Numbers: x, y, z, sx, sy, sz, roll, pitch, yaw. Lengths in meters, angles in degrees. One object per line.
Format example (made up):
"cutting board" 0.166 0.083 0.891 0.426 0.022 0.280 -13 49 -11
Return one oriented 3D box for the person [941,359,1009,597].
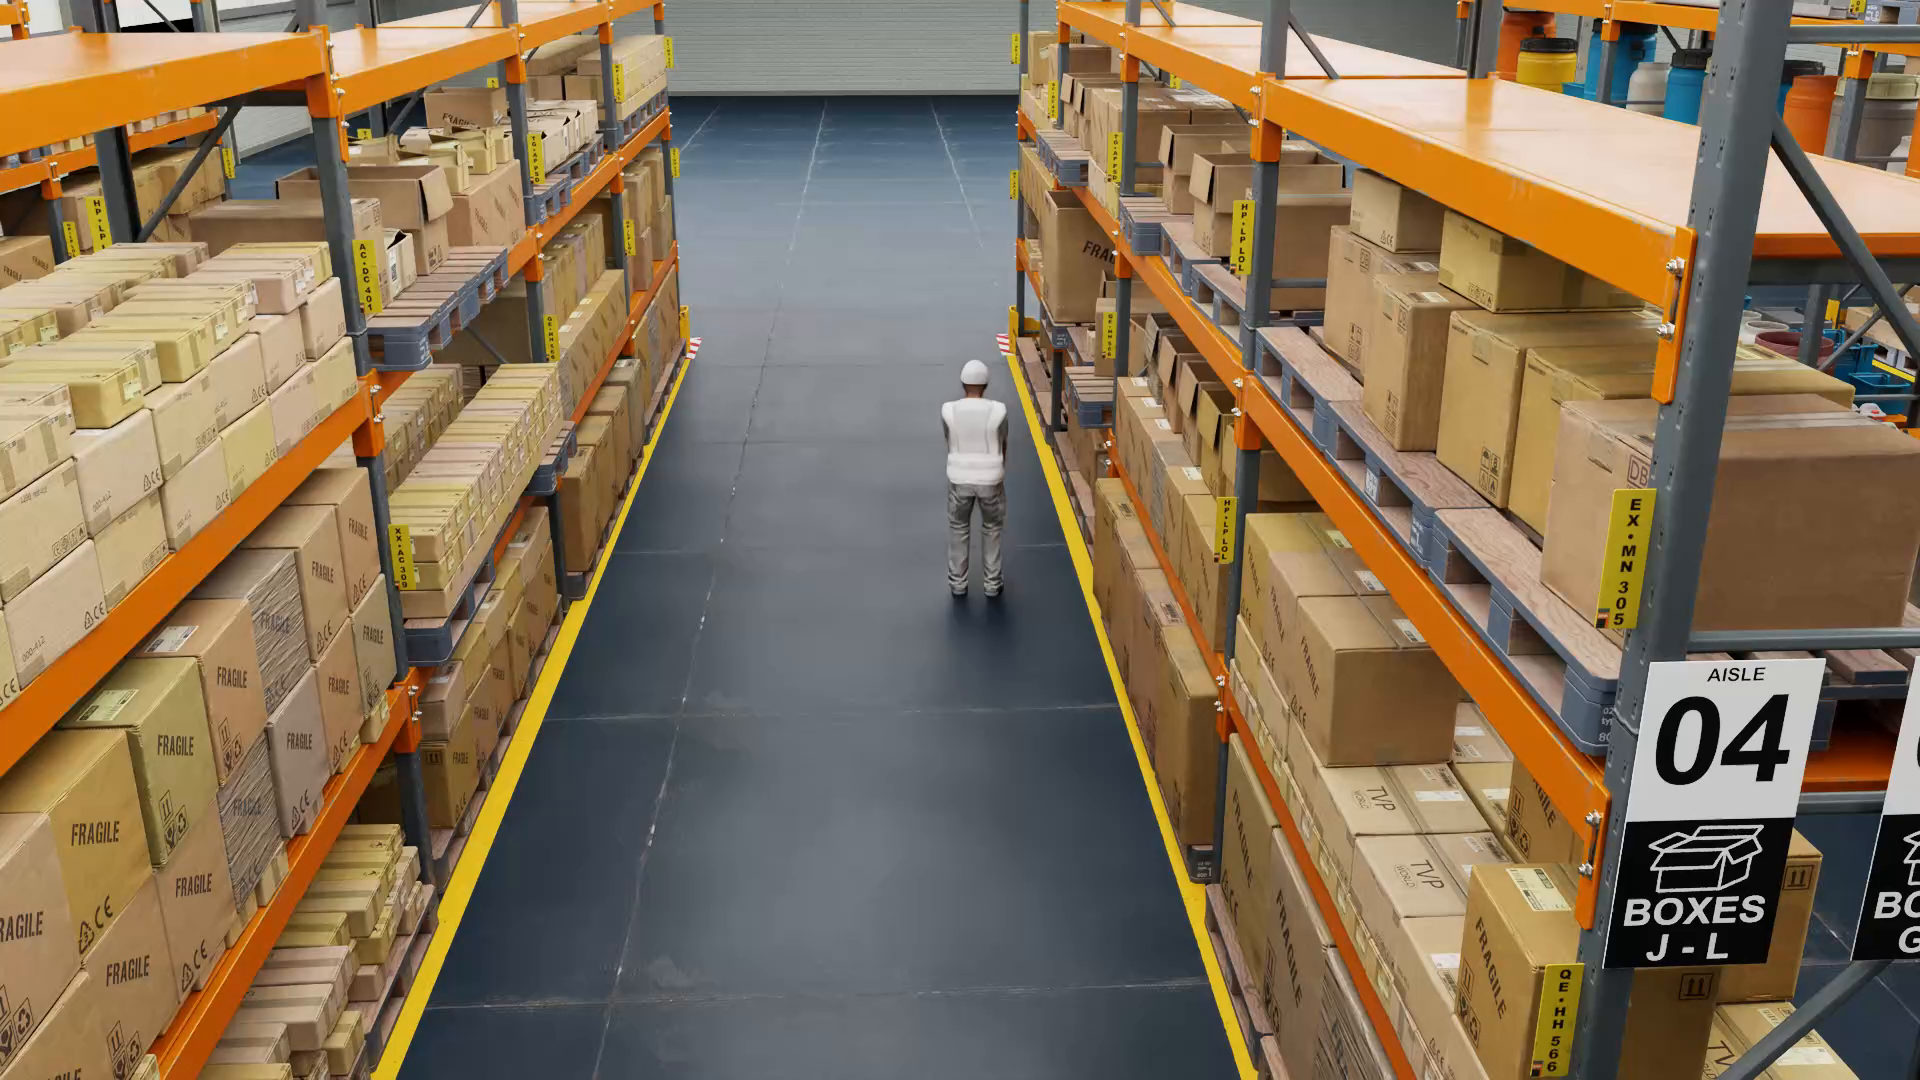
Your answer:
"person" 0.116 -0.482 12.362 0.491 1.778 0.587 2 20 5
